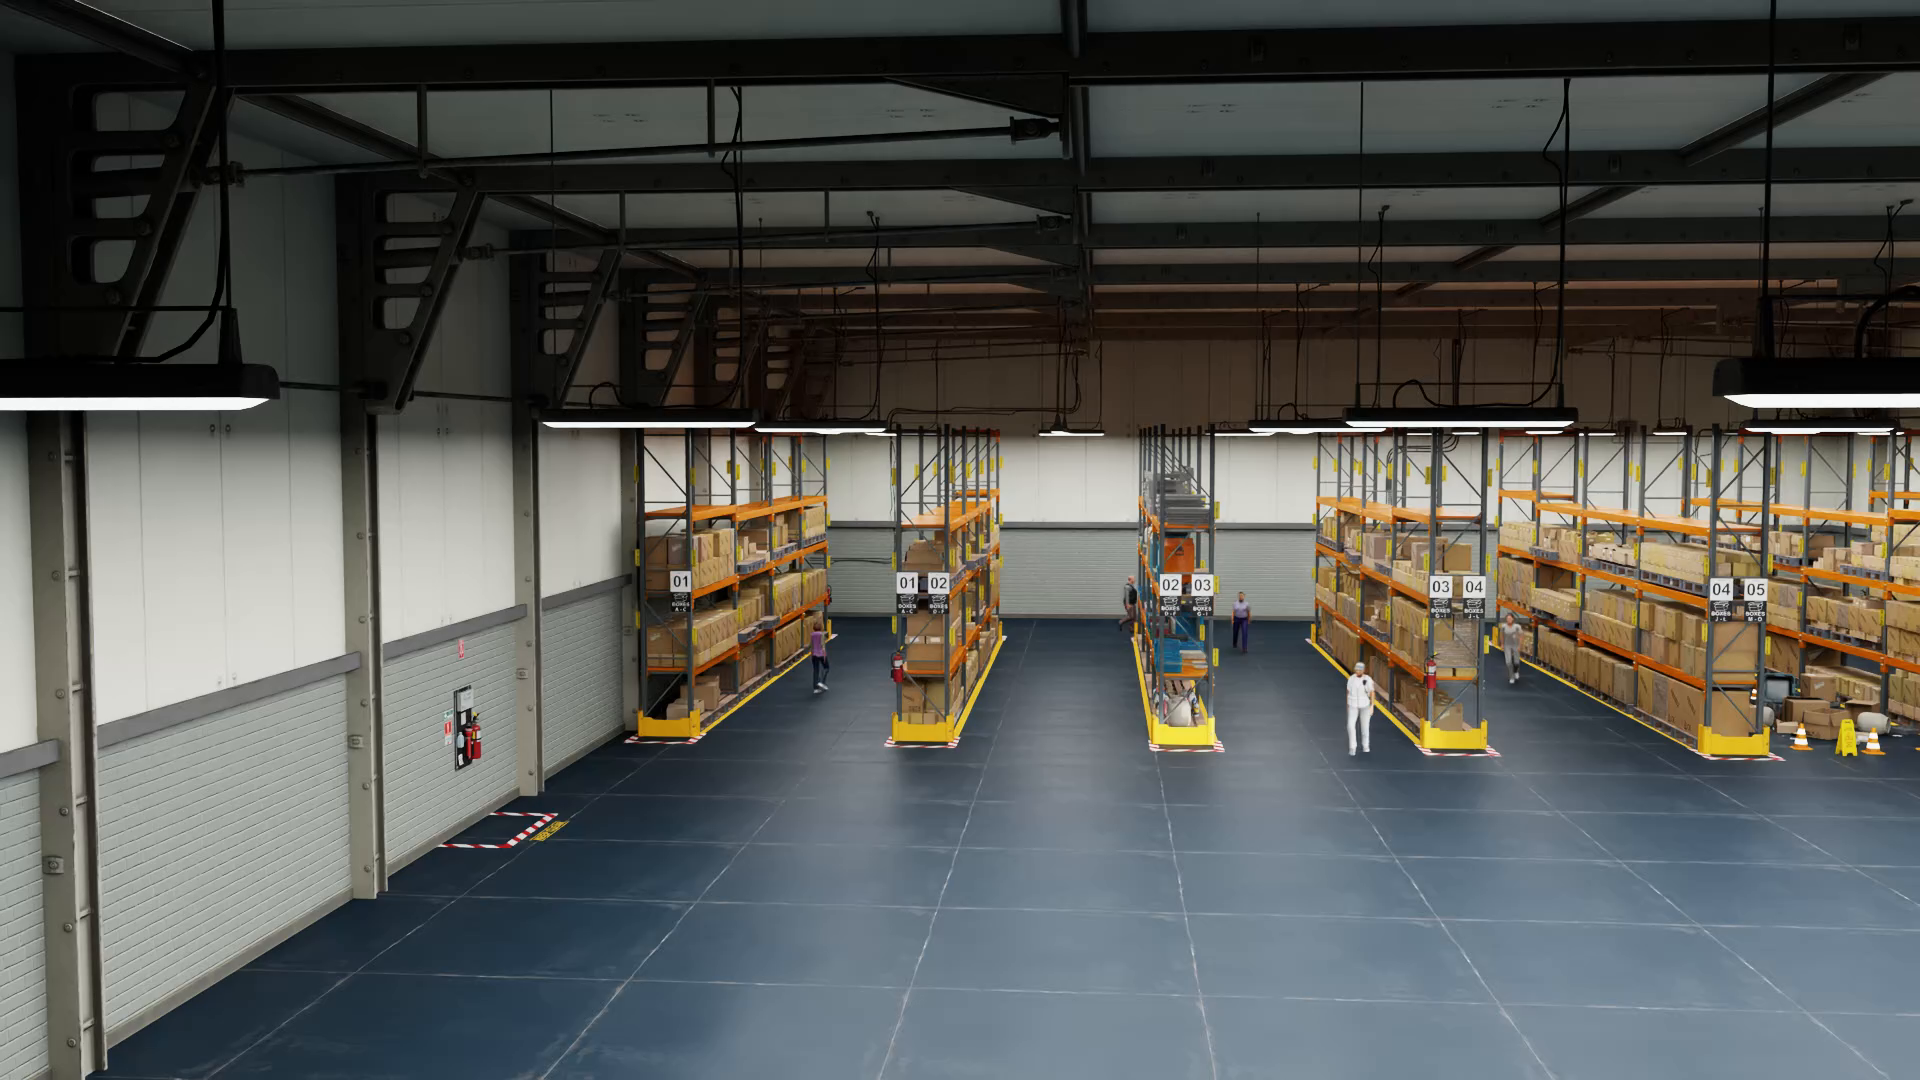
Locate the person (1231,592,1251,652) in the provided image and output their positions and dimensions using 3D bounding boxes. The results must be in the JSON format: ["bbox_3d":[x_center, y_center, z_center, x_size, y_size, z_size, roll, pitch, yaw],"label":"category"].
[{"bbox_3d":[7.564,2.191,44.786,0.531,1.573,1.043,0,3,4],"label":"person"}]

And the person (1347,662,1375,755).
[{"bbox_3d":[7.292,3.074,30.286,0.527,1.718,0.557,2,4,25],"label":"person"}]

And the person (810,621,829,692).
[{"bbox_3d":[-3.197,2.632,37.543,0.449,1.583,0.469,1,4,16],"label":"person"}]

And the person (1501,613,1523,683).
[{"bbox_3d":[13.005,2.524,39.190,0.495,1.644,0.647,1,4,21],"label":"person"}]

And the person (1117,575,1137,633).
[{"bbox_3d":[4.946,1.887,48.764,0.619,1.715,0.577,2,4,26],"label":"person"}]
